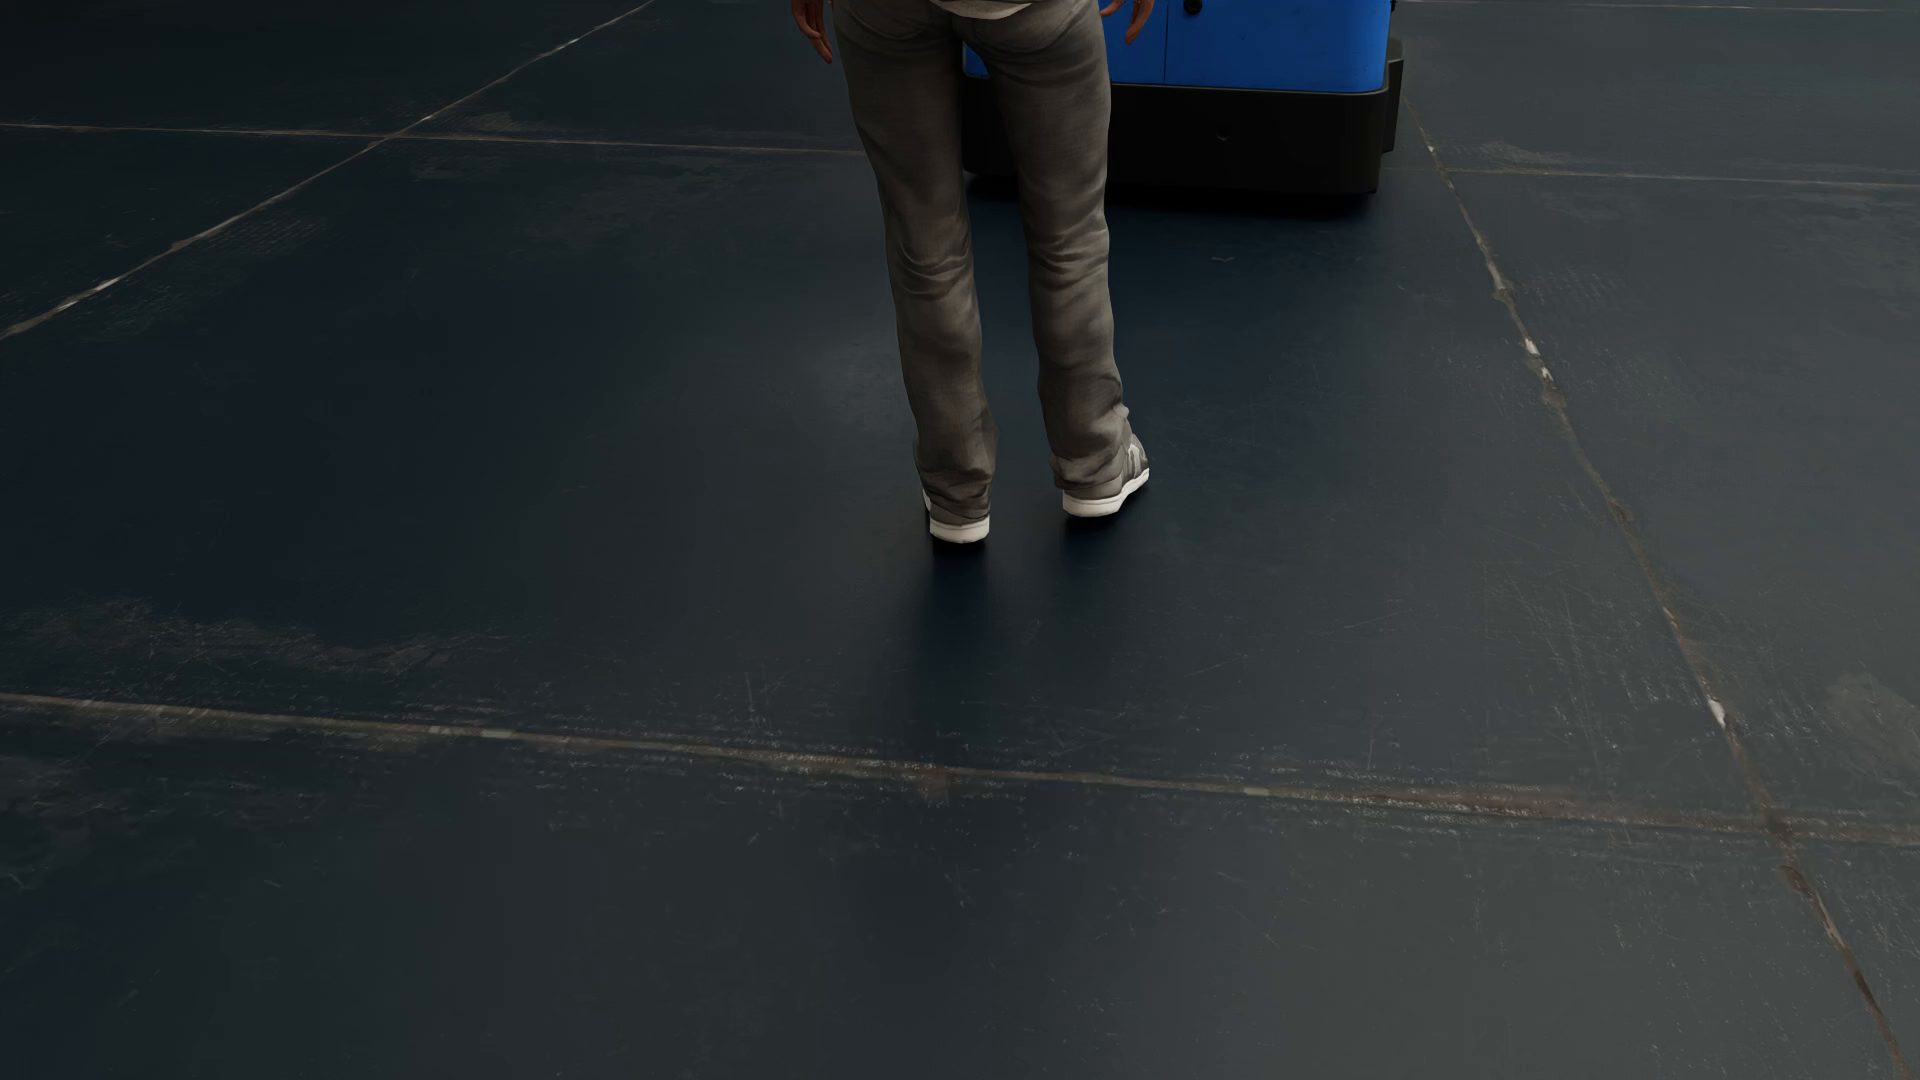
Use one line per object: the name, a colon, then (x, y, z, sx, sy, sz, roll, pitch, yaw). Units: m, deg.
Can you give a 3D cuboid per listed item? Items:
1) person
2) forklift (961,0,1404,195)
person: (0.024, -0.754, 2.205, 0.520, 1.599, 0.473, 3, 27, 7)
forklift: (0.828, -2.777, 4.784, 1.130, 2.935, 3.031, 6, 27, 12)
